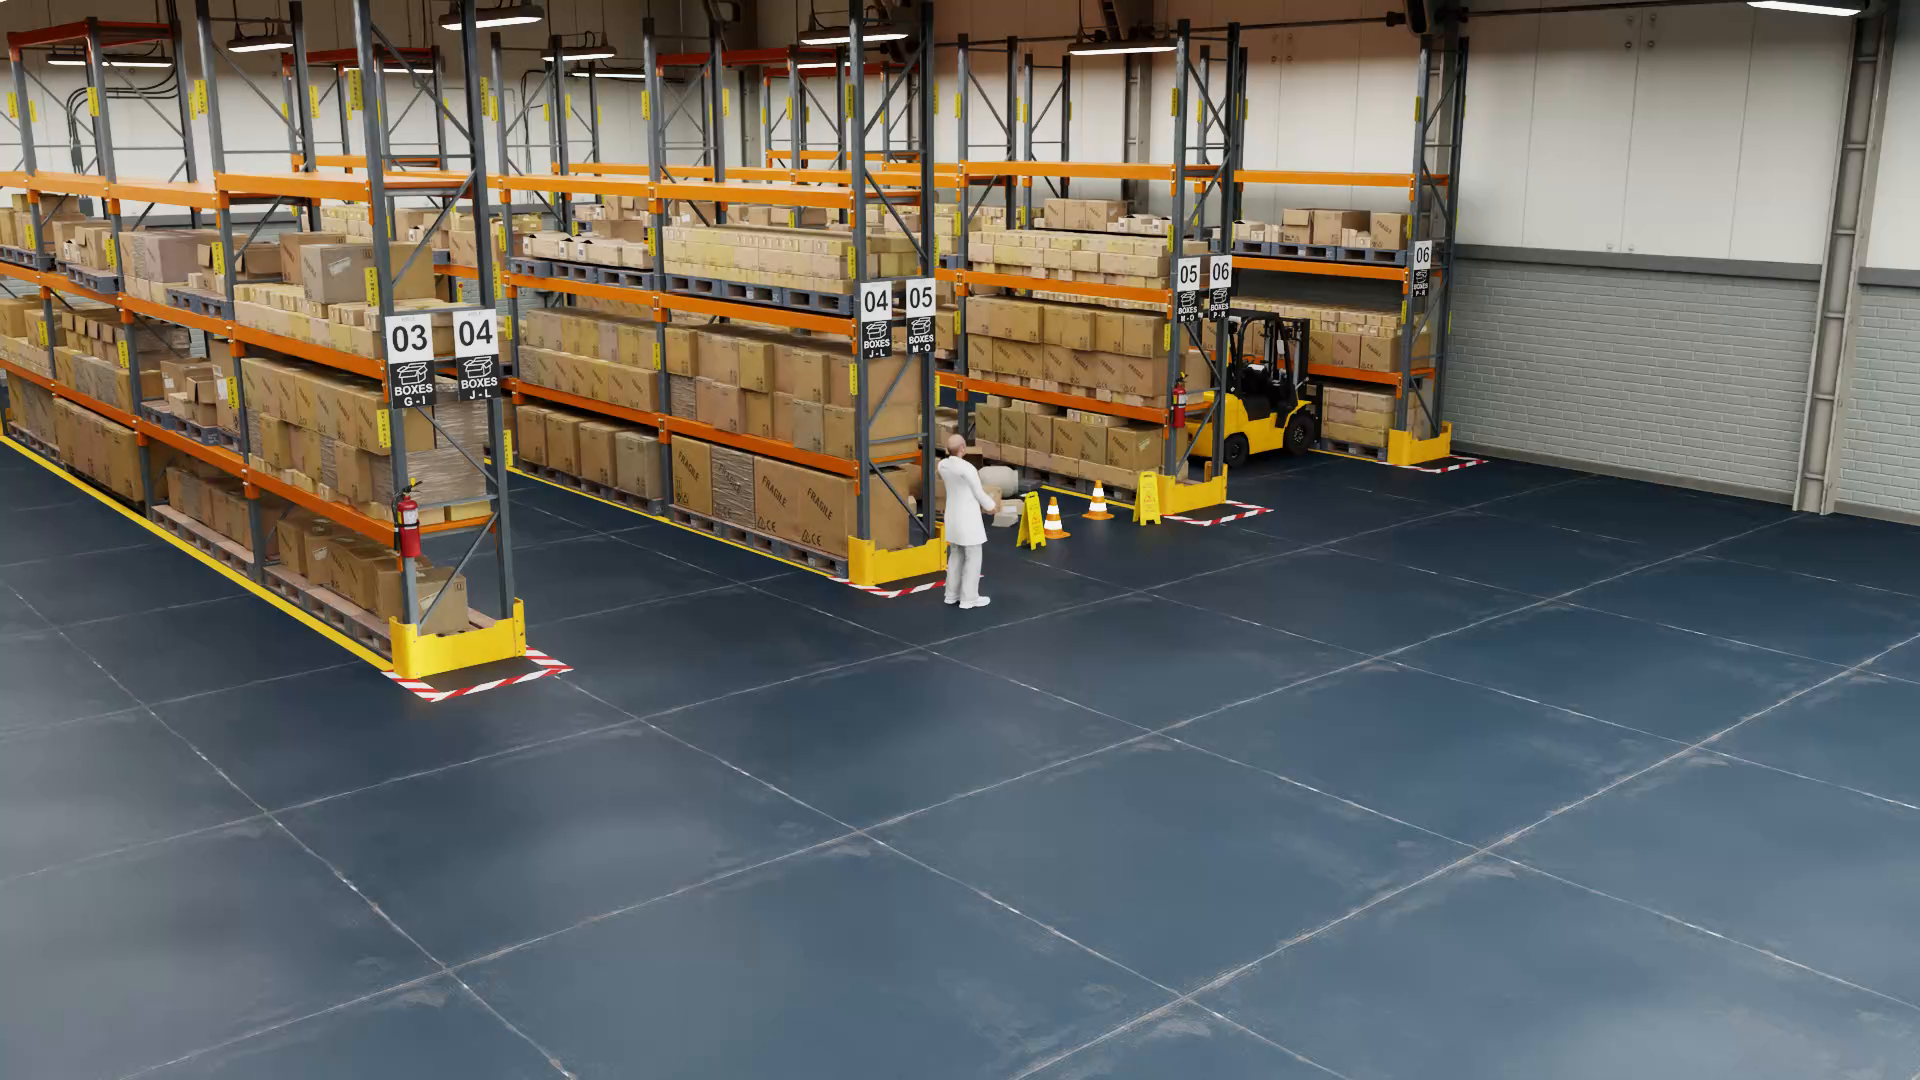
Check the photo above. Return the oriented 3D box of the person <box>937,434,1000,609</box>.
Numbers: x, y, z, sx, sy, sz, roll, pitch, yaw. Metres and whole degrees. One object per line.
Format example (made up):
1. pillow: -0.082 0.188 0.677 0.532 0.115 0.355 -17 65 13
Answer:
1. person: 0.102 -0.220 16.931 0.562 1.769 0.529 -12 18 -39
